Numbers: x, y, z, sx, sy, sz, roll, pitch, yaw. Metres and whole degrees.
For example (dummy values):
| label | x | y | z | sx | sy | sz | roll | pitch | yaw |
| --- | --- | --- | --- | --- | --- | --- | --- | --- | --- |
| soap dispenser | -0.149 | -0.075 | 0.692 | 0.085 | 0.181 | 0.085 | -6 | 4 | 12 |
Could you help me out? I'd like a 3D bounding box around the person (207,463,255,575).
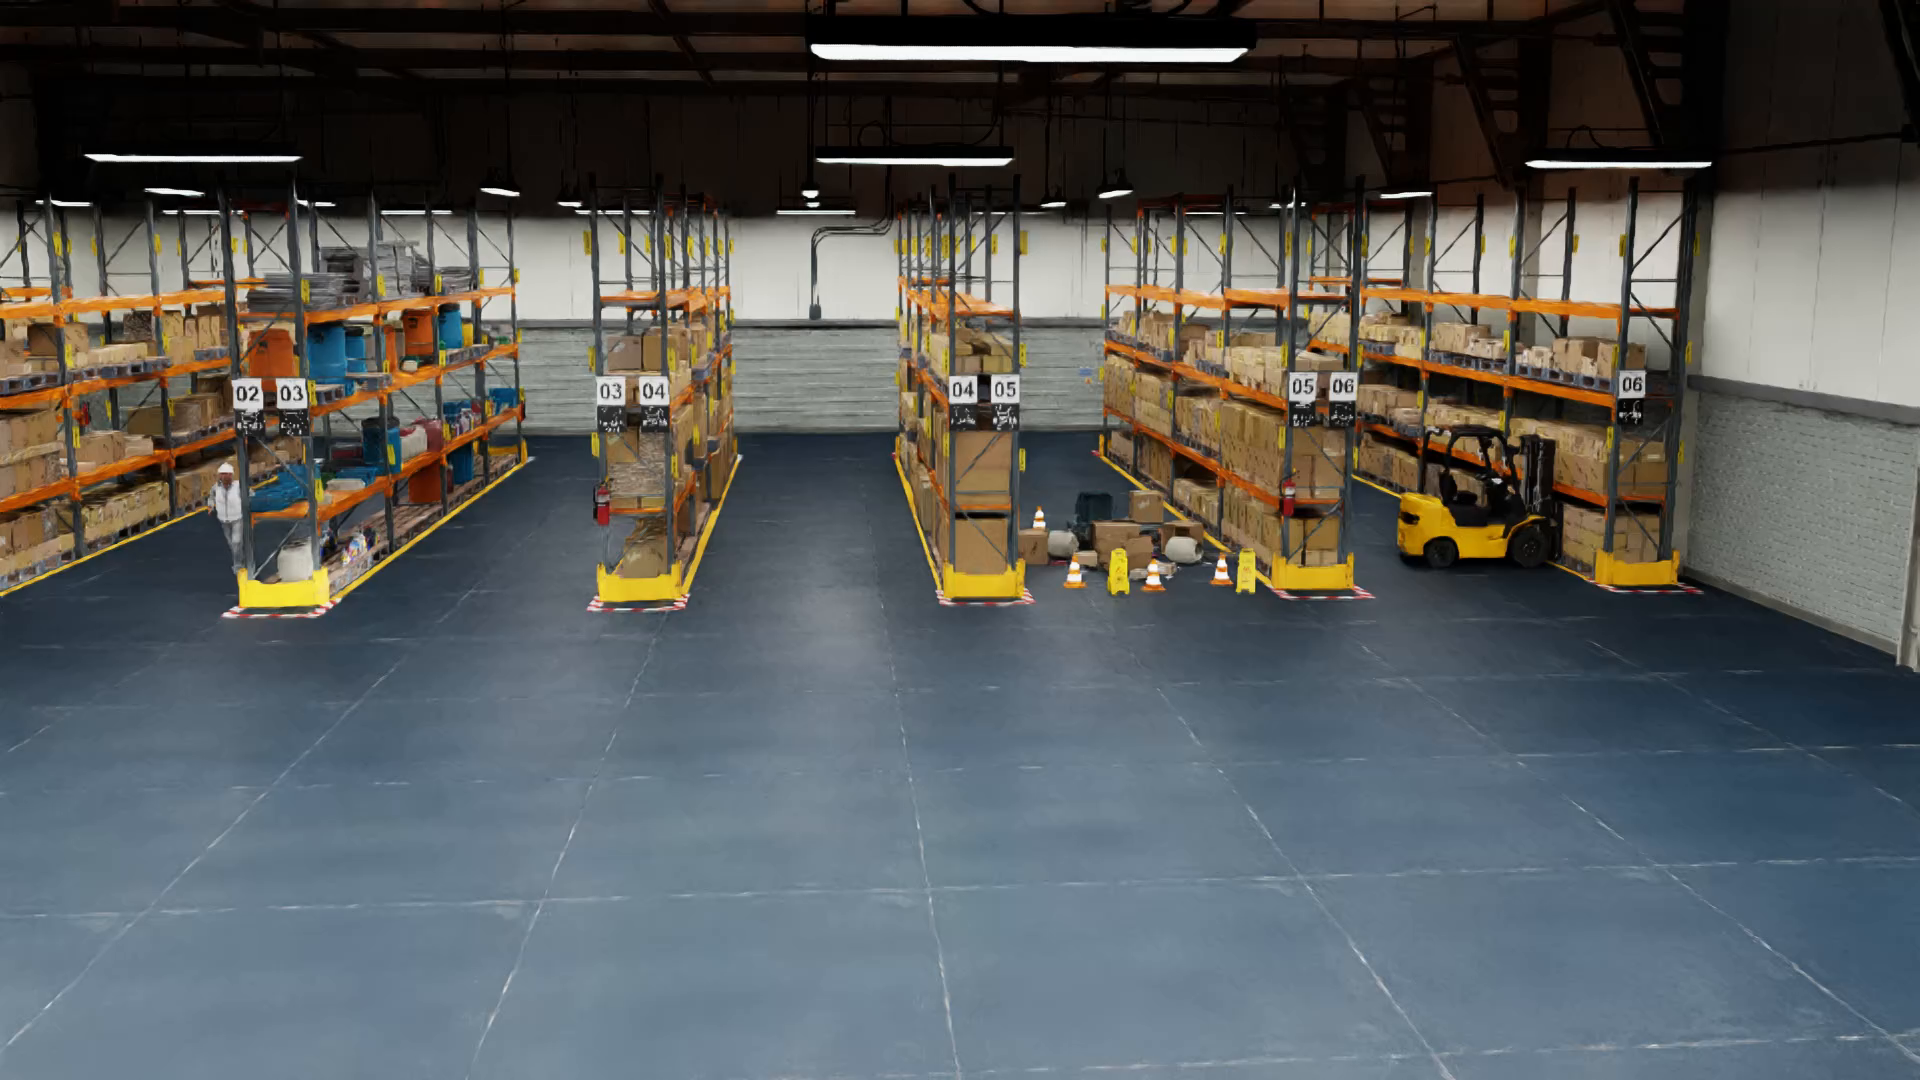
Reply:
| label | x | y | z | sx | sy | sz | roll | pitch | yaw |
| --- | --- | --- | --- | --- | --- | --- | --- | --- | --- |
| person | -11.280 | -0.355 | 25.771 | 0.680 | 1.702 | 0.866 | 0 | 10 | 1 |
